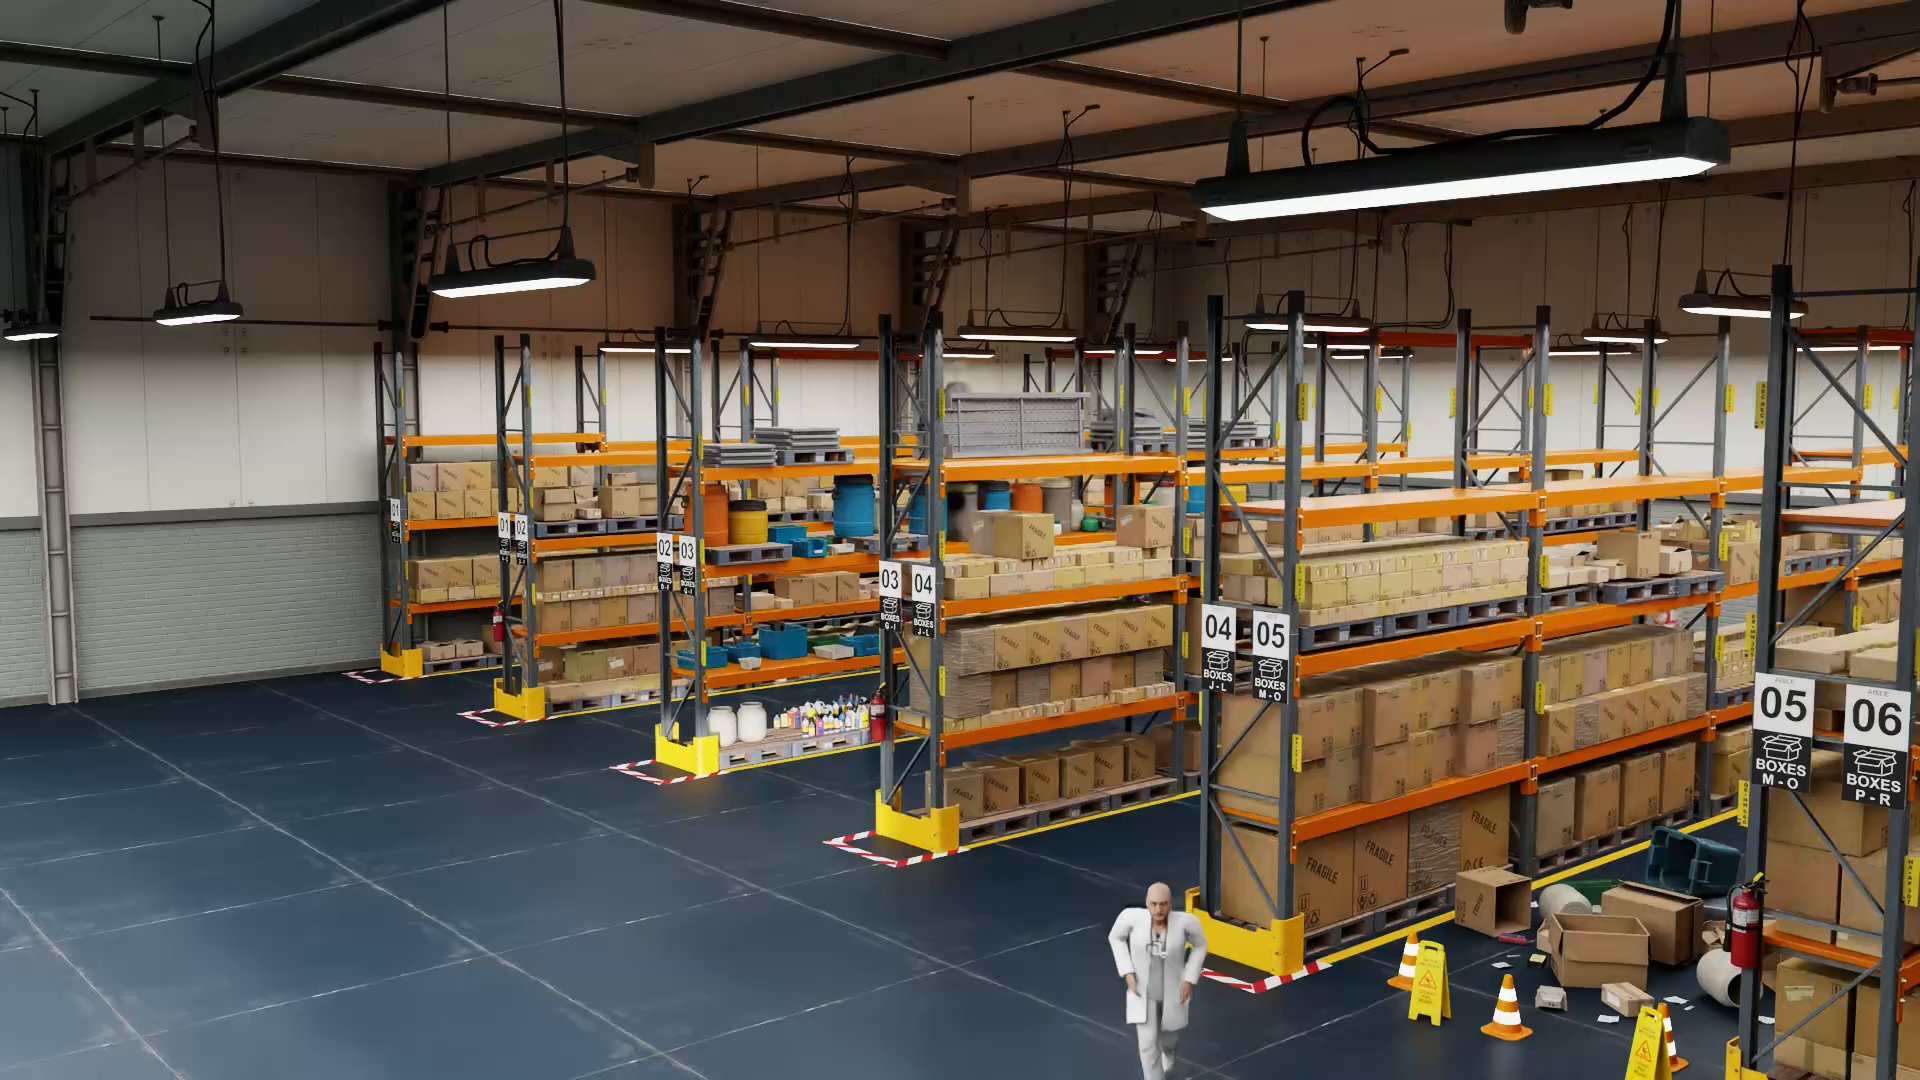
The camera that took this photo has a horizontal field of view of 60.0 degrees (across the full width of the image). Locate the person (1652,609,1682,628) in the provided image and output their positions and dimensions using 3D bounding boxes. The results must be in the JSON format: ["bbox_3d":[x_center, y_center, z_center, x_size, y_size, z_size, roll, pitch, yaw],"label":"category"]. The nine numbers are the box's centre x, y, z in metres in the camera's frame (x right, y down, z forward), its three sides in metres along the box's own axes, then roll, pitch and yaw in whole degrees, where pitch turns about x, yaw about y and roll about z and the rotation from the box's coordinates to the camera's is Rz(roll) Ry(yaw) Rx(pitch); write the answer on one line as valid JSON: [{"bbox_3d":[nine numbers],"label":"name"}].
[{"bbox_3d":[12.561,1.623,29.533,0.716,1.759,0.690,-4,7,-40],"label":"person"}]

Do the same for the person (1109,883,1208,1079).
[{"bbox_3d":[1.427,3.230,11.952,0.702,1.734,1.024,1,5,12],"label":"person"}]
